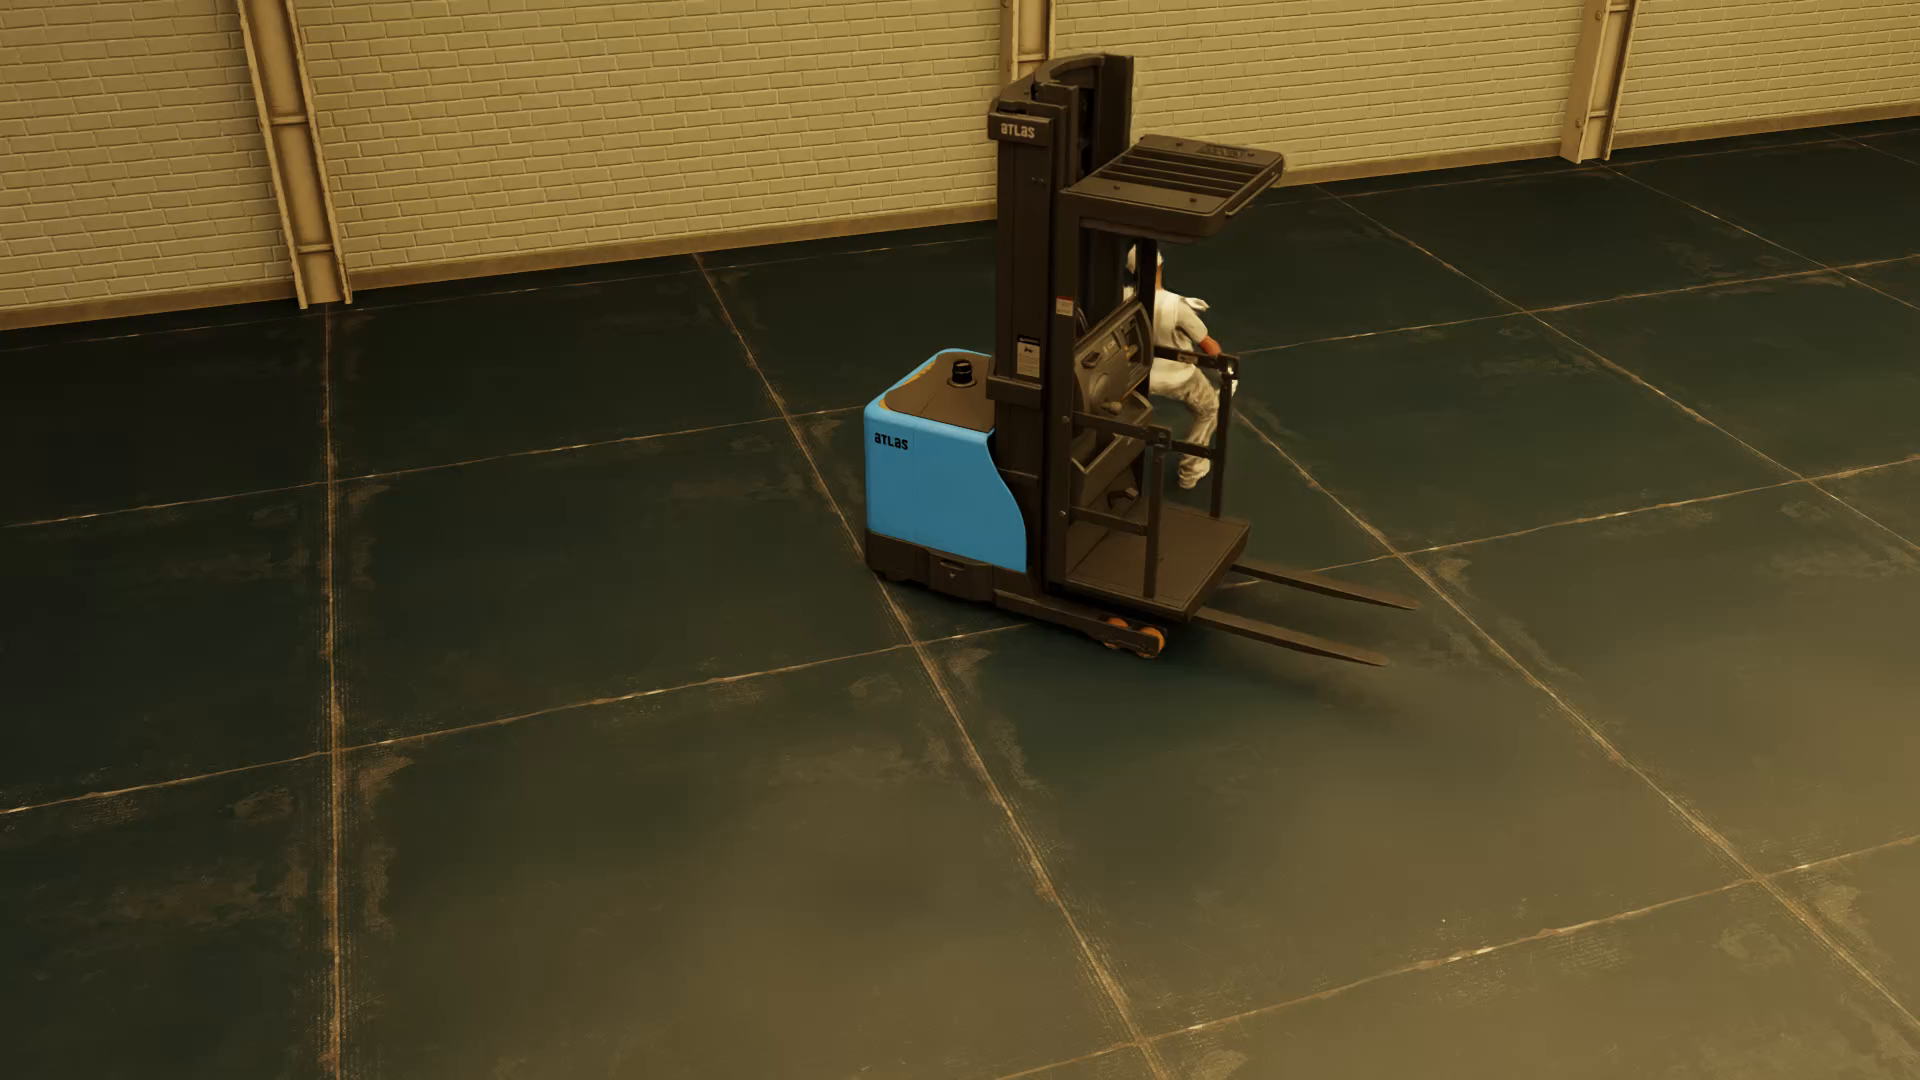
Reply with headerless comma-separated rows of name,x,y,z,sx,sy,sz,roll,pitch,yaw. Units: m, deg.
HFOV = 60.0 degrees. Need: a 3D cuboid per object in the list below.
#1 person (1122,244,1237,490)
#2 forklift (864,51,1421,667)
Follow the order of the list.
person,1.313,-1.041,10.186,0.803,1.659,0.869,12,32,20
forklift,0.997,-0.939,8.718,3.031,2.935,1.130,15,33,24
